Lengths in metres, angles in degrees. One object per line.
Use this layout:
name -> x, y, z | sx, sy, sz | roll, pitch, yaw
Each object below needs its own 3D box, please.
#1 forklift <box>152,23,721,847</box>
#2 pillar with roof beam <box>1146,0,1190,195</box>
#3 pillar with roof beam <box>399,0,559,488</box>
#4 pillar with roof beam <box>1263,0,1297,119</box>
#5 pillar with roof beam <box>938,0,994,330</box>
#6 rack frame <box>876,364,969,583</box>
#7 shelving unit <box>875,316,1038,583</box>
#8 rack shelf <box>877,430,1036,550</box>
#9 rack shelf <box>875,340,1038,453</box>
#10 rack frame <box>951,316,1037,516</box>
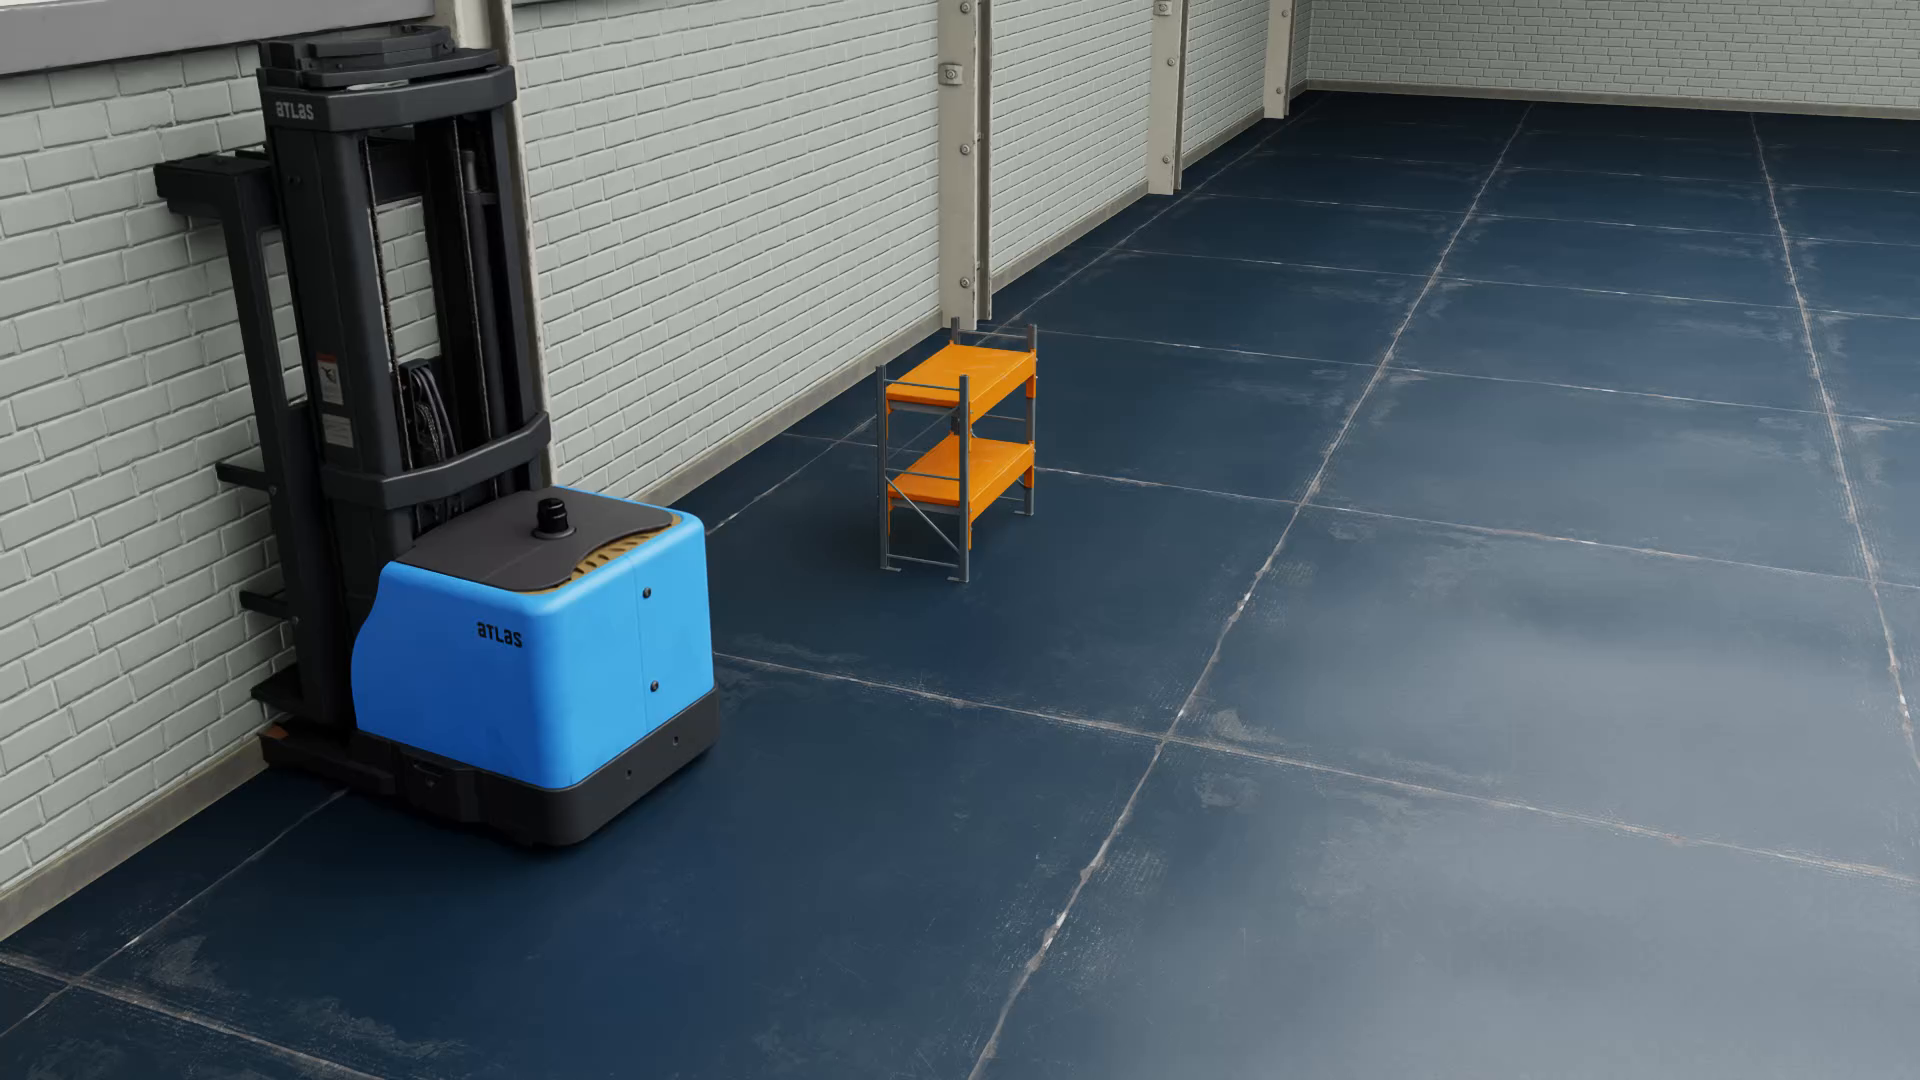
forklift -> -2.563, -0.567, 6.805 | 3.031, 2.935, 1.130 | 12, 25, 26
pillar with roof beam -> 6.267, -7.444, 15.396 | 9.100, 9.000, 0.400 | 9, 24, 20
pillar with roof beam -> 1.810, -3.150, 5.115 | 9.100, 9.000, 0.400 | 9, 24, 20
pillar with roof beam -> 8.496, -9.591, 20.536 | 9.100, 9.000, 0.400 | 9, 24, 20
pillar with roof beam -> 4.039, -5.297, 10.255 | 9.100, 9.000, 0.400 | 9, 24, 20
rack frame -> -0.191, -0.335, 8.592 | 0.500, 1.125, 0.032 | 9, 24, 20
shelving unit -> -0.003, -0.517, 9.027 | 0.538, 1.125, 1.048 | 9, 24, 20
rack shelf -> -0.003, -0.291, 9.122 | 0.538, 0.278, 1.000 | 9, 24, 20
rack shelf -> -0.003, -0.787, 8.915 | 0.538, 0.278, 1.000 | 9, 24, 20
rack frame -> 0.186, -0.699, 9.463 | 0.500, 1.125, 0.032 | 9, 24, 20
